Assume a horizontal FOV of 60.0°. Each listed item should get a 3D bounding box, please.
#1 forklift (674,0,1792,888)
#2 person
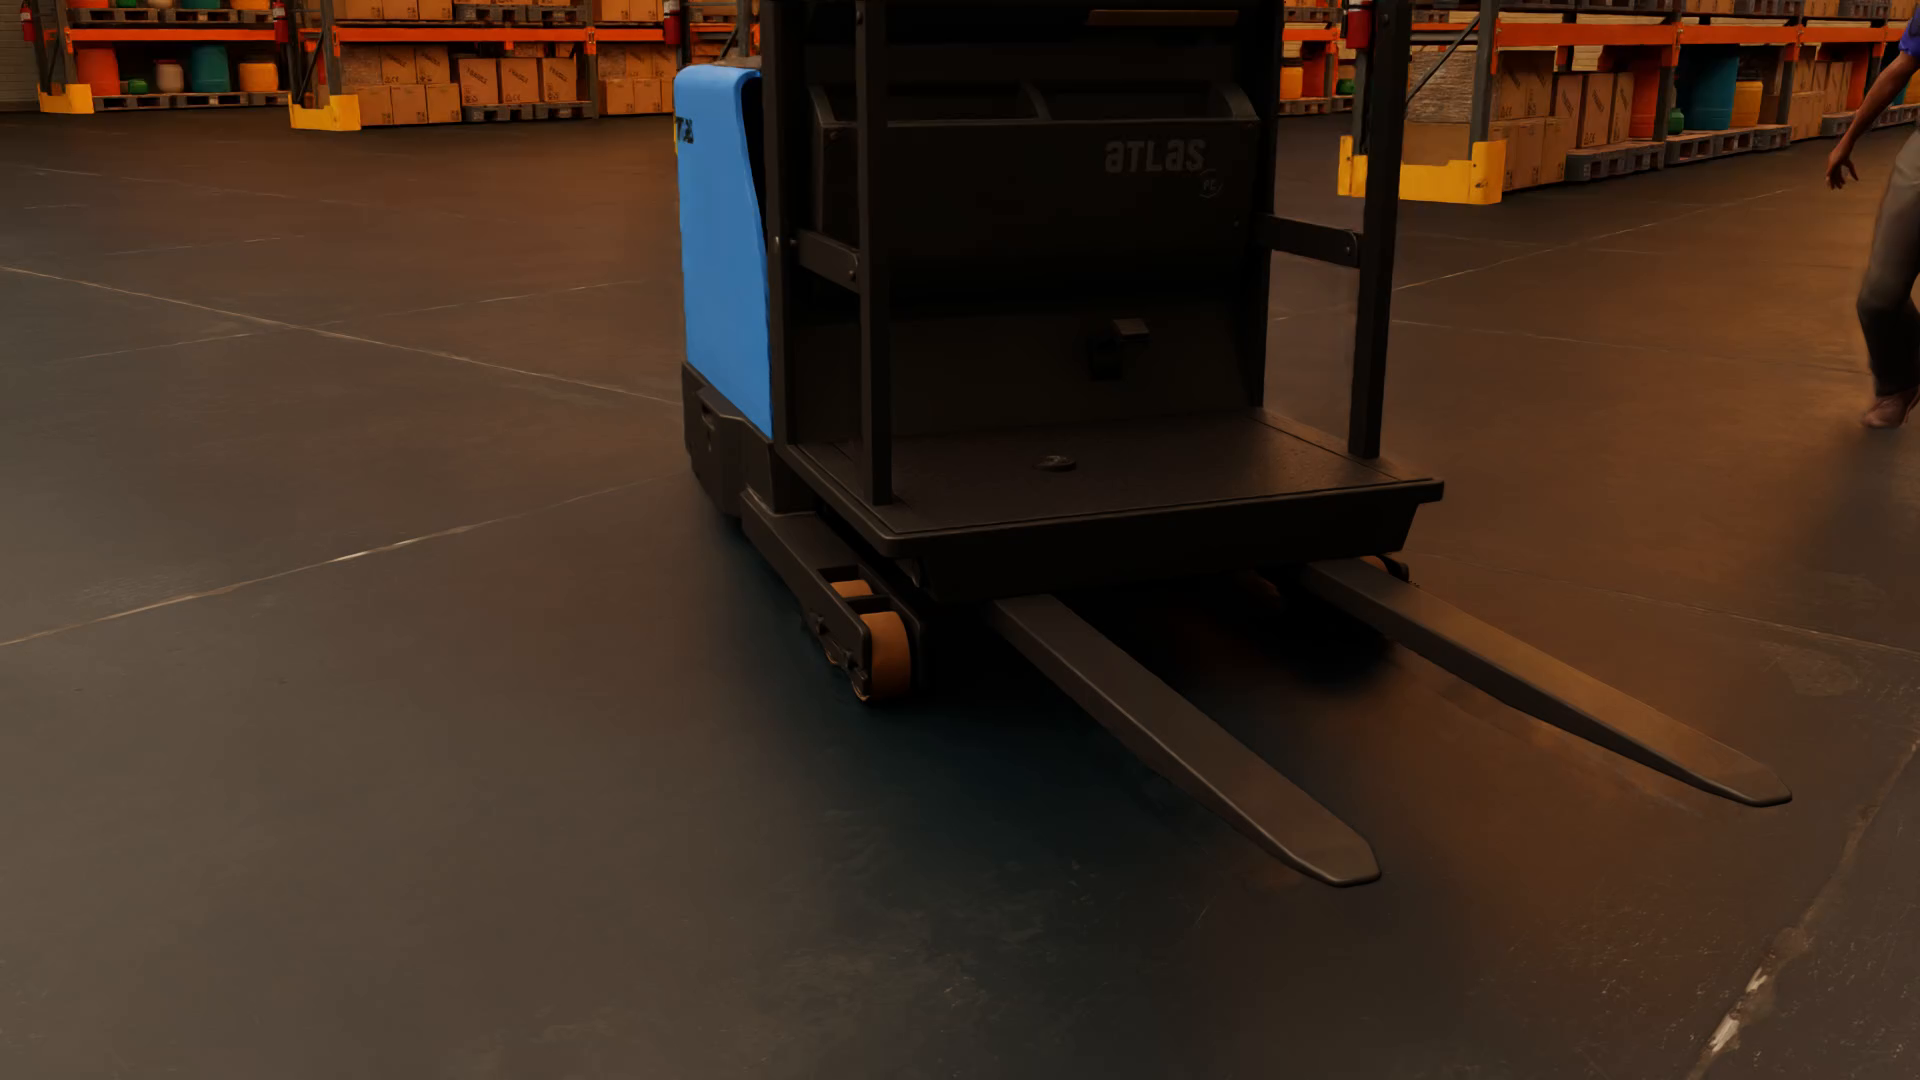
[{"bbox_3d":[0.229,-1.245,2.997,1.130,2.935,3.031,-6,18,-19],"label":"forklift"},{"bbox_3d":[2.919,-1.067,4.785,0.470,1.606,0.817,-15,22,-40],"label":"person"}]
